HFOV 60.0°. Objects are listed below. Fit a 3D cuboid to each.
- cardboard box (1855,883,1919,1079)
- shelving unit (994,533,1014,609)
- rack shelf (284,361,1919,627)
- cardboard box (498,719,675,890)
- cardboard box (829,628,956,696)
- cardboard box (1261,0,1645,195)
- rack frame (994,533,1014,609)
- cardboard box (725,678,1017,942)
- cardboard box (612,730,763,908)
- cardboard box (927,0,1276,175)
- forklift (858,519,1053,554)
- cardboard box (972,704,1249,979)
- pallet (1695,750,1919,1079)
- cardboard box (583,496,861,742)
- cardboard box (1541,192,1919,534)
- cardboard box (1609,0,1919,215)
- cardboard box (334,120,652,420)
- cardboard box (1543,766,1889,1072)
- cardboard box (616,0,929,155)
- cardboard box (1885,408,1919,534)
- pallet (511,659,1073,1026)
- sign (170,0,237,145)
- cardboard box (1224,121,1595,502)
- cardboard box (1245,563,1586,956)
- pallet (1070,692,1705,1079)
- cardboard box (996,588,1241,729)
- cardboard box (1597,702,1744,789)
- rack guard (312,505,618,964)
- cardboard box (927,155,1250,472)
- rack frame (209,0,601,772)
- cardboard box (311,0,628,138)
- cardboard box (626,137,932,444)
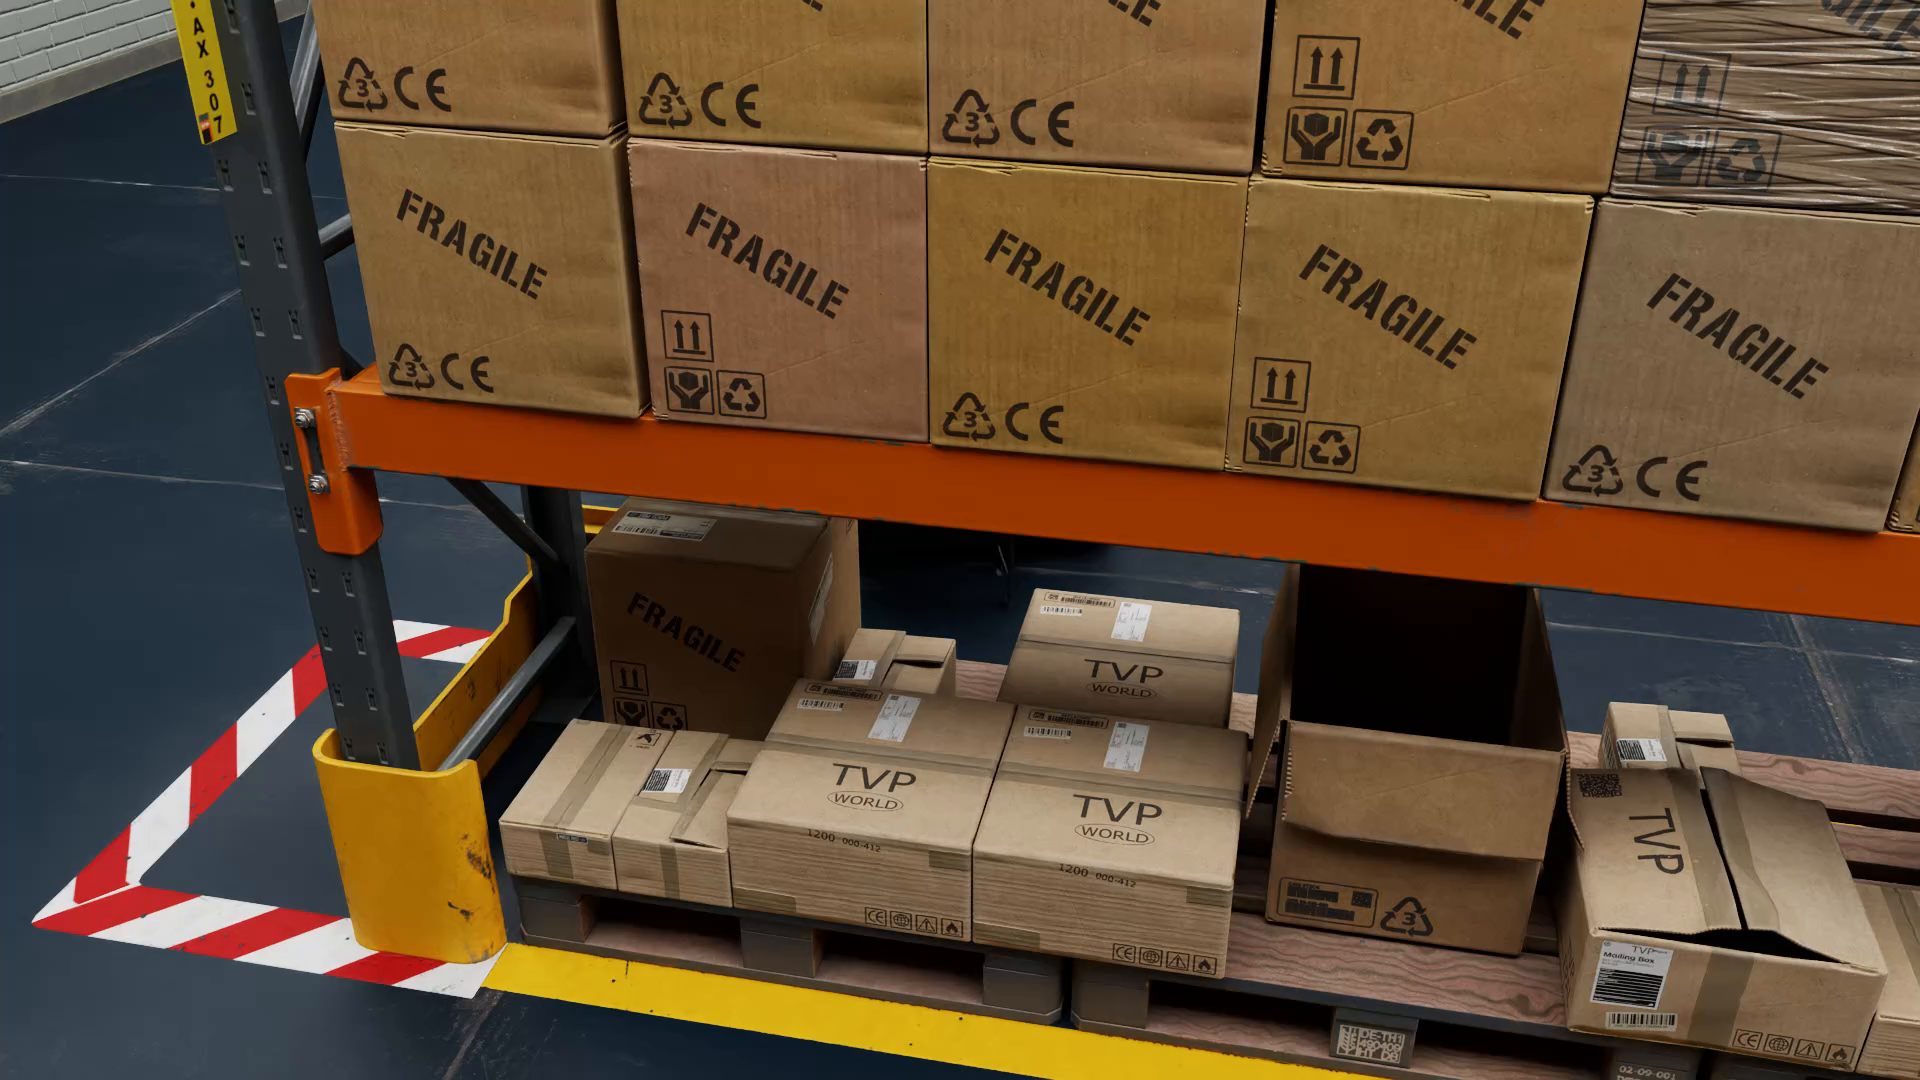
[{"bbox_3d":[1.785,0.830,3.121,0.250,0.149,0.380,6,29,11],"label":"cardboard box"},{"bbox_3d":[-0.110,-0.363,4.664,0.503,1.200,0.258,-4,29,-8],"label":"shelving unit"},{"bbox_3d":[0.824,-0.179,3.203,4.000,0.370,1.077,6,29,11],"label":"rack shelf"},{"bbox_3d":[-0.794,0.565,3.604,0.250,0.149,0.380,6,29,11],"label":"cardboard box"},{"bbox_3d":[-0.171,0.376,3.932,0.250,0.166,0.380,6,29,11],"label":"cardboard box"},{"bbox_3d":[0.746,-0.858,2.548,0.500,0.500,0.500,6,29,10],"label":"cardboard box"},{"bbox_3d":[0.131,-0.381,4.696,0.015,1.200,0.240,-4,29,-8],"label":"rack frame"},{"bbox_3d":[-0.170,0.556,3.517,0.500,0.250,0.500,6,29,11],"label":"cardboard box"},{"bbox_3d":[-0.549,0.583,3.554,0.250,0.166,0.380,6,29,11],"label":"cardboard box"},{"bbox_3d":[0.249,-0.908,2.640,0.500,0.500,0.500,6,29,11],"label":"cardboard box"},{"bbox_3d":[-0.225,-1.922,5.708,1.130,2.935,3.031,-4,29,-8],"label":"forklift"},{"bbox_3d":[0.319,0.606,3.425,0.500,0.250,0.500,6,29,11],"label":"cardboard box"},{"bbox_3d":[2.109,0.860,3.460,1.213,0.211,1.003,6,29,11],"label":"pallet"},{"bbox_3d":[-0.548,0.147,4.003,0.500,0.500,0.500,6,29,11],"label":"cardboard box"},{"bbox_3d":[1.231,-0.369,2.697,0.500,0.500,0.500,7,29,12],"label":"cardboard box"},{"bbox_3d":[1.237,-0.807,2.454,0.500,0.500,0.500,6,29,11],"label":"cardboard box"},{"bbox_3d":[-0.753,-0.571,3.065,0.500,0.500,0.500,6,29,12],"label":"cardboard box"},{"bbox_3d":[1.430,0.693,3.202,0.500,0.311,0.500,6,29,11],"label":"cardboard box"},{"bbox_3d":[-0.240,-0.961,2.736,0.500,0.500,0.500,6,29,11],"label":"cardboard box"},{"bbox_3d":[1.734,-0.319,2.605,0.500,0.500,0.500,7,29,12],"label":"cardboard box"},{"bbox_3d":[-0.277,0.615,3.907,1.213,0.211,1.003,6,29,11],"label":"pallet"},{"bbox_3d":[-1.245,-0.820,2.723,0.005,0.325,0.100,6,29,11],"label":"sign"},{"bbox_3d":[0.732,-0.419,2.788,0.500,0.500,0.500,6,29,11],"label":"cardboard box"},{"bbox_3d":[0.942,0.422,3.498,0.637,0.503,0.797,6,29,11],"label":"cardboard box"},{"bbox_3d":[0.912,0.738,3.682,1.213,0.211,1.003,6,29,11],"label":"pallet"},{"bbox_3d":[0.375,0.366,3.863,0.500,0.250,0.500,6,29,11],"label":"cardboard box"},{"bbox_3d":[1.567,0.530,3.651,0.250,0.166,0.380,6,29,11],"label":"cardboard box"},{"bbox_3d":[-1.057,0.409,3.983,0.348,0.500,1.175,6,29,11],"label":"rack guard"},{"bbox_3d":[0.243,-0.470,2.881,0.500,0.500,0.500,6,29,10],"label":"cardboard box"},{"bbox_3d":[-1.131,-0.695,3.397,0.127,3.000,1.000,6,29,11],"label":"rack frame"},{"bbox_3d":[-0.753,-1.010,2.825,0.500,0.500,0.500,7,29,12],"label":"cardboard box"},{"bbox_3d":[-0.247,-0.522,2.975,0.500,0.500,0.500,6,29,10],"label":"cardboard box"}]
